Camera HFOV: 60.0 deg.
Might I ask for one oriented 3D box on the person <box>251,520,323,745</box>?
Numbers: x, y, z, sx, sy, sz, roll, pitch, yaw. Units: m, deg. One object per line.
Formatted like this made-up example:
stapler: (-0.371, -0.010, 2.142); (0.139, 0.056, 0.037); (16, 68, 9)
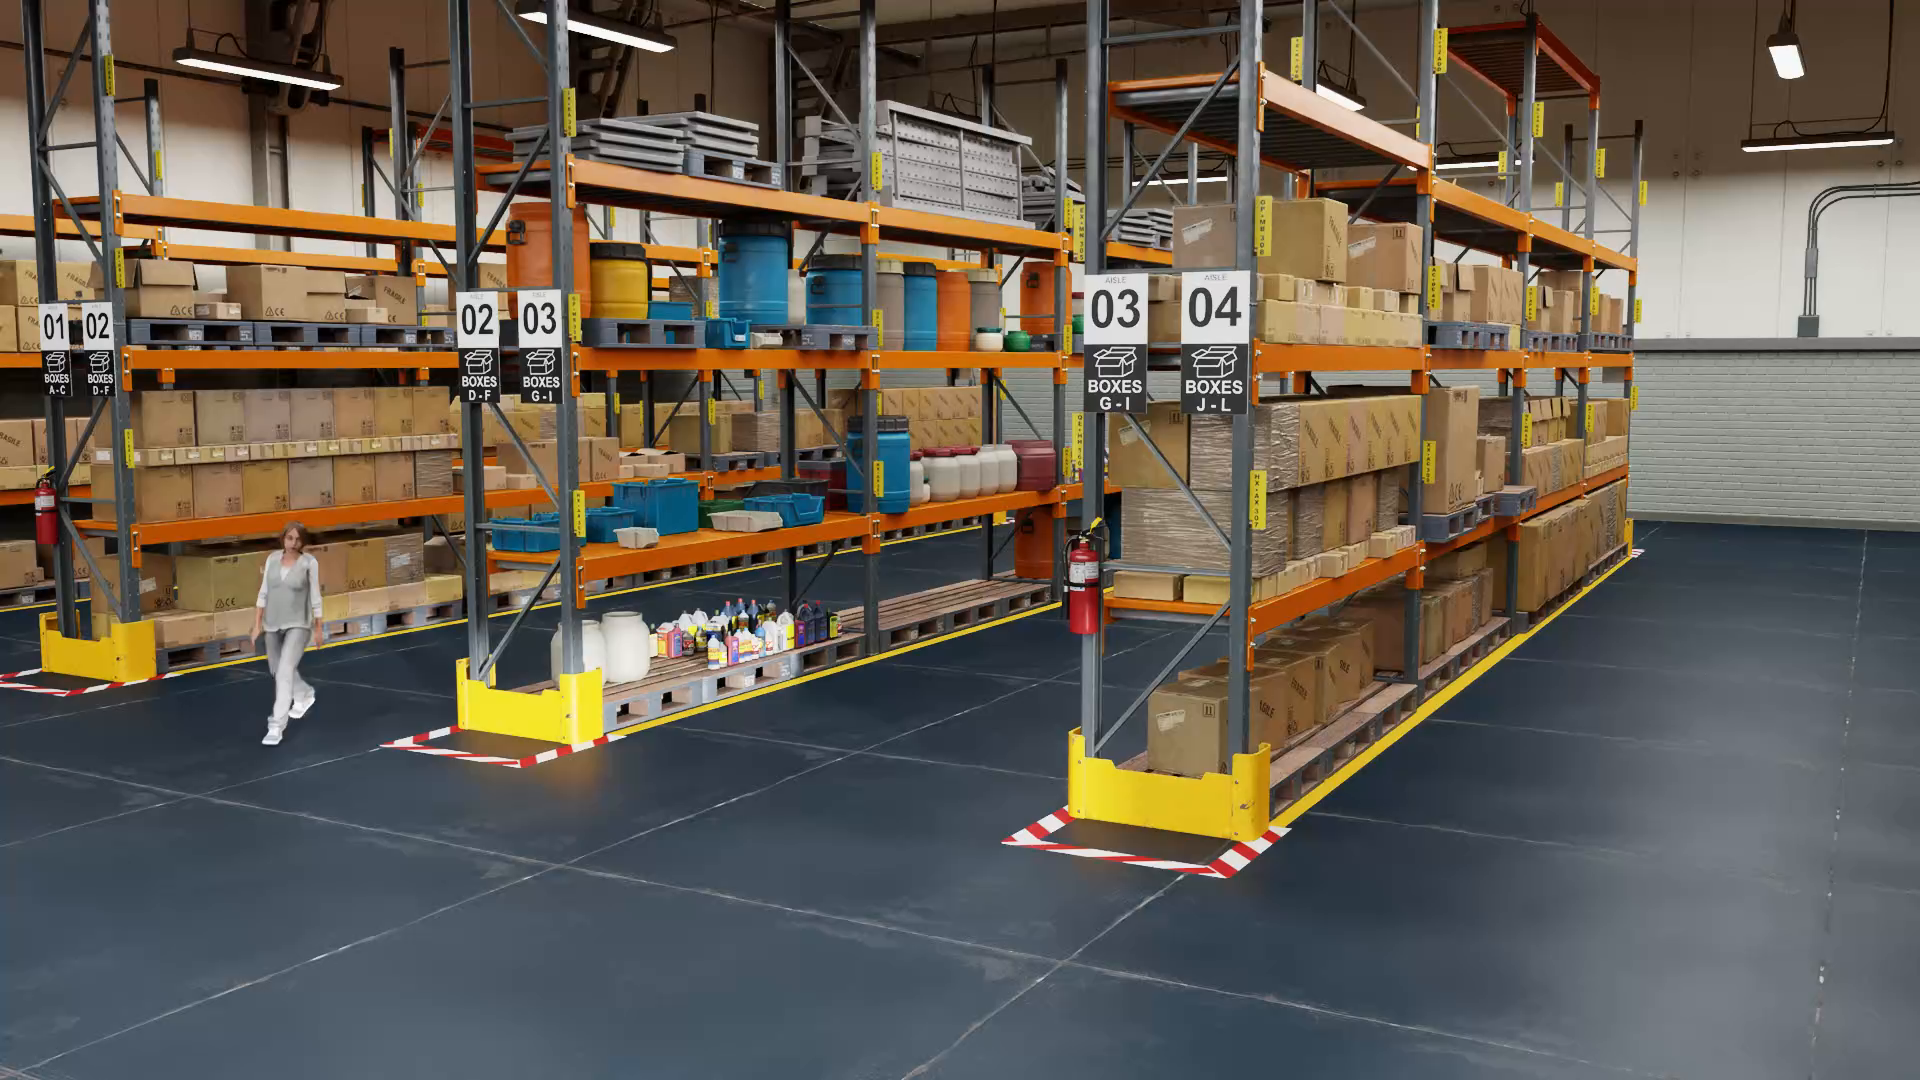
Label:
person: (-4.823, 0.630, 11.966); (0.454, 1.550, 0.881); (1, 6, 5)
